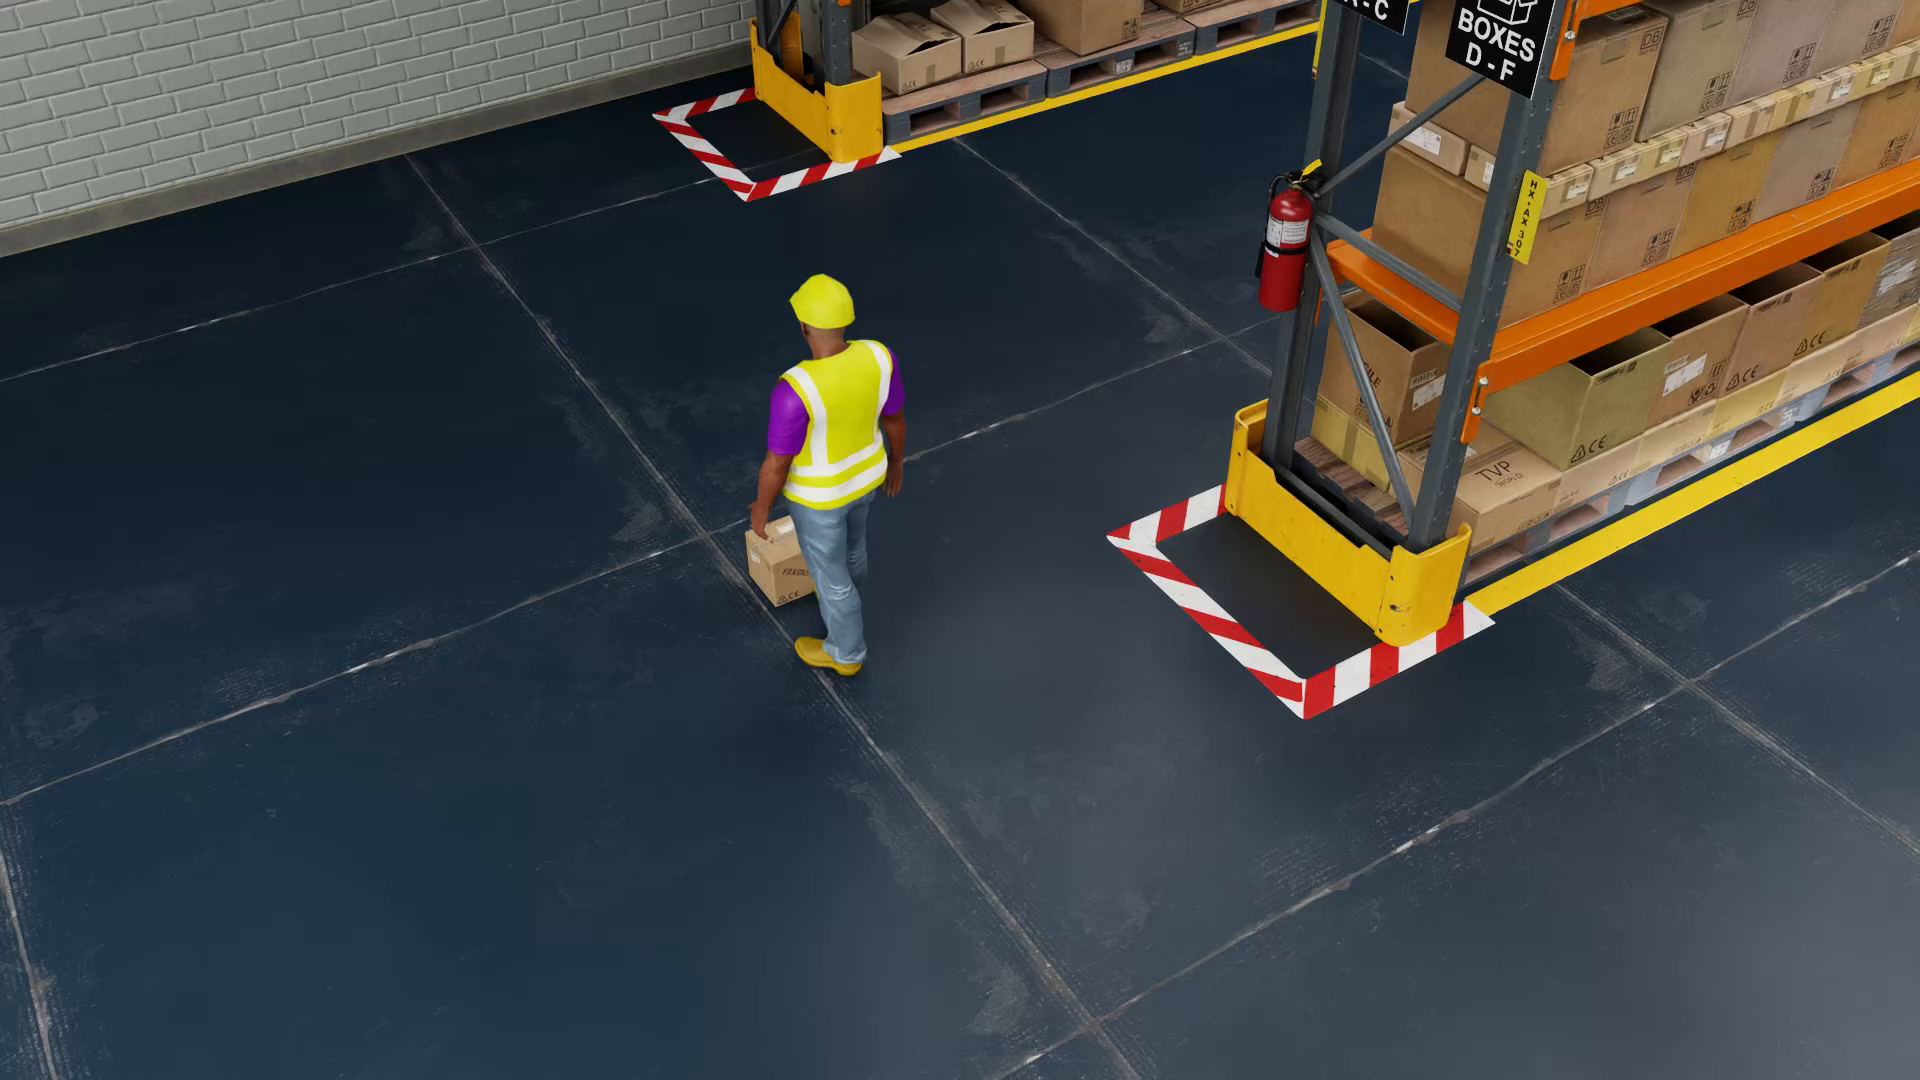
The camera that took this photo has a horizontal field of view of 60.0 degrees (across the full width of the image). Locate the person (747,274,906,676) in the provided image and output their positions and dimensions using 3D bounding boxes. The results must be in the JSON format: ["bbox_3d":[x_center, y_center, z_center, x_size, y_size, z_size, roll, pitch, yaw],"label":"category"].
[{"bbox_3d":[-0.566,-0.258,6.426,0.634,1.769,0.550,-32,50,-32],"label":"person"}]
